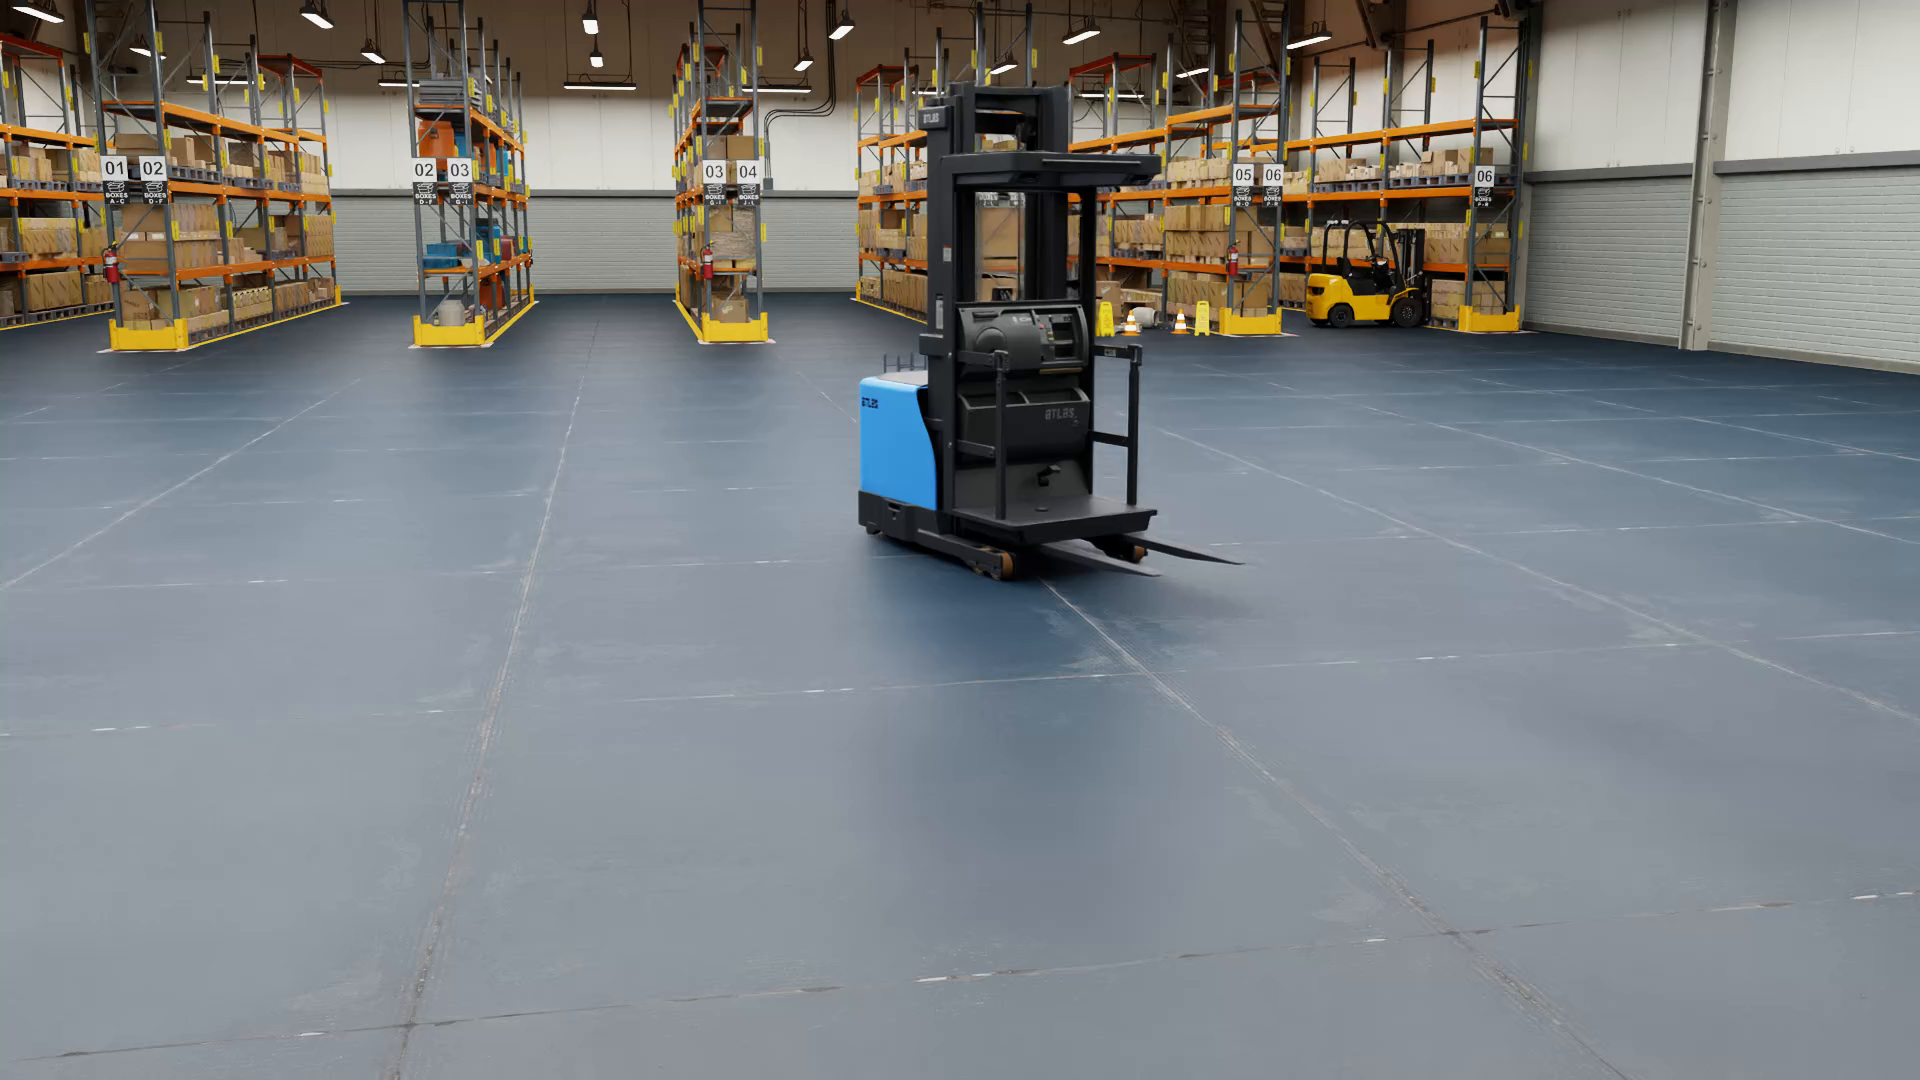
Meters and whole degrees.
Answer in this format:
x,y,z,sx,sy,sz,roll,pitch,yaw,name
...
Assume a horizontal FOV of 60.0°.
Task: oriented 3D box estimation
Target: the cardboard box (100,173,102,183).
x,y,z,sx,sy,sz,roll,pitch,yaw,name
-21.162,-8.834,40.575,0.500,0.250,0.500,-2,11,-13,cardboard box

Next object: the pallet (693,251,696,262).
x,y,z,sx,sy,sz,roll,pitch,yaw,name
-5.216,-6.111,35.796,1.003,0.211,1.213,-2,11,-11,pallet

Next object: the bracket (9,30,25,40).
x,y,z,sx,sy,sz,roll,pitch,yaw,name
-21.551,-11.509,37.972,0.235,0.232,0.430,-2,11,-11,bracket

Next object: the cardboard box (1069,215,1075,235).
x,y,z,sx,sy,sz,roll,pitch,yaw,name
3.105,-8.110,42.843,0.500,0.500,0.500,-2,11,-10,cardboard box

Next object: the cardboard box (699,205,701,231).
x,y,z,sx,sy,sz,roll,pitch,yaw,name
-4.632,-6.061,31.284,0.500,0.500,0.500,-2,11,-11,cardboard box

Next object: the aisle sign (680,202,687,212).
x,y,z,sx,sy,sz,roll,pitch,yaw,name
-7.505,-9.314,45.155,0.394,0.787,0.004,-2,11,-11,aisle sign

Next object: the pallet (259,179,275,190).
x,y,z,sx,sy,sz,roll,pitch,yaw,name
-15.139,-7.467,34.889,1.213,0.211,1.003,-2,11,-8,pallet

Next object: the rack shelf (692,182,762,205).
x,y,z,sx,sy,sz,roll,pitch,yaw,name
-4.474,-6.587,31.683,1.077,0.370,4.000,-2,11,-11,rack shelf

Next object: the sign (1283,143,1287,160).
x,y,z,sx,sy,sz,roll,pitch,yaw,name
6.168,-7.383,31.604,0.100,0.325,0.005,-2,11,-11,sign

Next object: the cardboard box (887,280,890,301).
x,y,z,sx,sy,sz,roll,pitch,yaw,name
-1.546,-6.199,41.304,0.500,0.500,0.500,-2,11,-8,cardboard box

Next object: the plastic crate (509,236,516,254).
x,y,z,sx,sy,sz,roll,pitch,yaw,name
-11.205,-7.354,41.482,0.402,0.464,0.583,-2,11,-11,plastic crate

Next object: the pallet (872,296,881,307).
x,y,z,sx,sy,sz,roll,pitch,yaw,name
-1.699,-6.215,43.283,1.003,0.211,1.213,-2,11,-11,pallet

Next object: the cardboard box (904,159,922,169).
x,y,z,sx,sy,sz,roll,pitch,yaw,name
-1.090,-8.692,38.506,0.396,0.266,0.258,-2,11,-11,cardboard box

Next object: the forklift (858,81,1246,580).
x,y,z,sx,sy,sz,roll,pitch,yaw,name
0.518,-1.301,10.192,1.130,2.935,3.031,-7,13,-32,forklift

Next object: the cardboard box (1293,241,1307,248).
x,y,z,sx,sy,sz,roll,pitch,yaw,name
8.444,-7.298,41.067,0.380,0.149,0.250,-2,11,-10,cardboard box

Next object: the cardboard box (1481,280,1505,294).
x,y,z,sx,sy,sz,roll,pitch,yaw,name
10.596,-5.083,33.438,0.500,0.250,0.500,-2,11,-12,cardboard box

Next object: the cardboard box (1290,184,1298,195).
x,y,z,sx,sy,sz,roll,pitch,yaw,name
8.511,-8.686,41.189,0.500,0.250,0.500,-2,11,-11,cardboard box

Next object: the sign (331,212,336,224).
x,y,z,sx,sy,sz,roll,pitch,yaw,name
-16.367,-8.415,43.446,0.100,0.325,0.005,-2,11,-11,sign

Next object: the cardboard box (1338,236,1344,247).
x,y,z,sx,sy,sz,roll,pitch,yaw,name
9.099,-6.909,38.538,0.500,0.250,0.500,-2,11,-10,cardboard box

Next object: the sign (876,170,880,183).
x,y,z,sx,sy,sz,roll,pitch,yaw,name
-2.065,-9.169,41.942,0.100,0.325,0.005,-2,11,-11,sign

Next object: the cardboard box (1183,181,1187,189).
x,y,z,sx,sy,sz,roll,pitch,yaw,name
4.840,-7.339,34.383,0.380,0.149,0.250,-2,11,-9,cardboard box

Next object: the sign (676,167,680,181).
x,y,z,sx,sy,sz,roll,pitch,yaw,name
-6.963,-9.047,41.088,0.100,0.325,0.005,-2,11,-11,sign

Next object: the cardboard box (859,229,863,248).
x,y,z,sx,sy,sz,roll,pitch,yaw,name
-2.496,-8.299,45.714,0.500,0.500,0.500,-2,11,-8,cardboard box

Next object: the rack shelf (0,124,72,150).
x,y,z,sx,sy,sz,roll,pitch,yaw,name
-20.606,-8.791,36.309,1.077,0.370,4.000,-2,11,-11,rack shelf

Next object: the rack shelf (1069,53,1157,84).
x,y,z,sx,sy,sz,roll,pitch,yaw,name
3.691,-11.521,40.694,1.077,0.370,4.000,-2,11,-11,rack shelf

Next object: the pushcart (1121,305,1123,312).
x,y,z,sx,sy,sz,roll,pitch,yaw,name
2.631,-4.814,35.478,1.648,0.377,0.936,-6,13,-31,pushcart

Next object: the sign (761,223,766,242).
x,y,z,sx,sy,sz,roll,pitch,yaw,name
-3.553,-5.545,29.991,0.100,0.325,0.005,-2,11,-11,sign

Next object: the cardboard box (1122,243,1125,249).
x,y,z,sx,sy,sz,roll,pitch,yaw,name
3.991,-6.839,38.655,0.380,0.149,0.250,-3,11,-15,cardboard box

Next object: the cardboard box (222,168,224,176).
x,y,z,sx,sy,sz,roll,pitch,yaw,name
-14.801,-7.294,32.752,0.500,0.250,0.500,-3,11,-17,cardboard box

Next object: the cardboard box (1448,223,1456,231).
x,y,z,sx,sy,sz,roll,pitch,yaw,name
10.072,-6.304,33.500,0.380,0.149,0.250,-2,11,-10,cardboard box

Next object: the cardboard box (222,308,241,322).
x,y,z,sx,sy,sz,roll,pitch,yaw,name
-14.416,-4.412,32.588,0.500,0.250,0.500,-2,11,-12,cardboard box

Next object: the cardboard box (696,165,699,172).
x,y,z,sx,sy,sz,roll,pitch,yaw,name
-4.895,-7.166,32.137,0.380,0.149,0.250,-2,11,-12,cardboard box

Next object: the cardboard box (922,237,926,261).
x,y,z,sx,sy,sz,roll,pitch,yaw,name
-0.538,-6.316,36.090,0.500,0.500,0.500,-2,11,-10,cardboard box

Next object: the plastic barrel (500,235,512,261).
x,y,z,sx,sy,sz,roll,pitch,yaw,name
-10.112,-6.380,36.329,0.600,0.536,0.708,-2,11,-11,plastic barrel

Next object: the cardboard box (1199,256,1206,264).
x,y,z,sx,sy,sz,roll,pitch,yaw,name
5.036,-5.630,33.424,0.380,0.149,0.250,-2,11,-12,cardboard box

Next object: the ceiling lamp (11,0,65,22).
x,y,z,sx,sy,sz,roll,pitch,yaw,name
-16.661,-11.185,30.284,0.800,3.185,2.000,-2,11,-11,ceiling lamp

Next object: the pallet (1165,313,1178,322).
x,y,z,sx,sy,sz,roll,pitch,yaw,name
5.023,-4.702,35.337,1.003,0.211,1.213,-2,11,-11,pallet

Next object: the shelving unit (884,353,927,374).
x,y,z,sx,sy,sz,roll,pitch,yaw,name
-0.380,-0.701,11.670,0.258,1.200,0.189,-7,13,-32,shelving unit

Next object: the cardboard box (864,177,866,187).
x,y,z,sx,sy,sz,roll,pitch,yaw,name
-2.292,-9.563,44.459,0.500,0.250,0.500,-2,11,-10,cardboard box

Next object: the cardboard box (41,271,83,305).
x,y,z,sx,sy,sz,roll,pitch,yaw,name
-20.741,-5.796,38.253,0.750,0.750,0.750,-2,11,-10,cardboard box

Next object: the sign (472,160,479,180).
x,y,z,sx,sy,sz,roll,pitch,yaw,name
-8.403,-6.417,28.842,0.100,0.325,0.005,-2,11,-11,sign

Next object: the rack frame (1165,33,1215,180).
x,y,z,sx,sy,sz,roll,pitch,yaw,name
4.858,-9.141,35.155,1.000,3.000,0.127,-2,11,-11,rack frame

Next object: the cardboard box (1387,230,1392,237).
x,y,z,sx,sy,sz,roll,pitch,yaw,name
9.530,-6.675,36.241,0.380,0.149,0.250,-2,11,-12,cardboard box

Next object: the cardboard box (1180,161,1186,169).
x,y,z,sx,sy,sz,roll,pitch,yaw,name
4.745,-7.722,34.260,0.380,0.149,0.250,-2,11,-11,cardboard box

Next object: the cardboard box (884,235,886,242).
x,y,z,sx,sy,sz,roll,pitch,yaw,name
-1.649,-7.362,40.608,0.380,0.149,0.250,-2,11,-12,cardboard box

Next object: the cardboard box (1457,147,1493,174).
x,y,z,sx,sy,sz,roll,pitch,yaw,name
10.179,-7.492,32.855,0.500,0.500,0.500,-2,11,-9,cardboard box

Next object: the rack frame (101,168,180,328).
x,y,z,sx,sy,sz,roll,pitch,yaw,name
-13.803,-4.740,28.079,1.000,3.000,0.127,-2,11,-11,rack frame

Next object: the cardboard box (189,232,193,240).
x,y,z,sx,sy,sz,roll,pitch,yaw,name
-13.921,-5.424,29.669,0.380,0.149,0.250,-2,11,-12,cardboard box

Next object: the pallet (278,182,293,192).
x,y,z,sx,sy,sz,roll,pitch,yaw,name
-15.874,-8.010,37.739,1.213,0.211,1.003,-2,11,-11,pallet

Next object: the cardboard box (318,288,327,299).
x,y,z,sx,sy,sz,roll,pitch,yaw,name
-16.412,-6.274,42.315,0.500,0.250,0.500,-2,11,-11,cardboard box

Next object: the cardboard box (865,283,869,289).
x,y,z,sx,sy,sz,roll,pitch,yaw,name
-2.386,-6.898,45.121,0.380,0.149,0.250,-2,11,-9,cardboard box

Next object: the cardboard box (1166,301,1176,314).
x,y,z,sx,sy,sz,roll,pitch,yaw,name
4.708,-4.931,35.314,0.500,0.250,0.500,-3,11,-14,cardboard box

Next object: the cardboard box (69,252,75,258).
x,y,z,sx,sy,sz,roll,pitch,yaw,name
-20.580,-6.550,38.204,0.380,0.149,0.250,-2,11,-10,cardboard box

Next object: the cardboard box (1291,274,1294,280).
x,y,z,sx,sy,sz,roll,pitch,yaw,name
8.512,-6.586,41.603,0.380,0.149,0.250,-2,11,-13,cardboard box

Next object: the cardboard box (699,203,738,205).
x,y,z,sx,sy,sz,roll,pitch,yaw,name
-4.880,-6.485,34.520,1.000,1.000,1.000,-2,11,-11,cardboard box

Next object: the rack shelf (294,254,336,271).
x,y,z,sx,sy,sz,roll,pitch,yaw,name
-16.526,-6.955,41.637,1.077,0.370,4.000,-2,11,-11,rack shelf
